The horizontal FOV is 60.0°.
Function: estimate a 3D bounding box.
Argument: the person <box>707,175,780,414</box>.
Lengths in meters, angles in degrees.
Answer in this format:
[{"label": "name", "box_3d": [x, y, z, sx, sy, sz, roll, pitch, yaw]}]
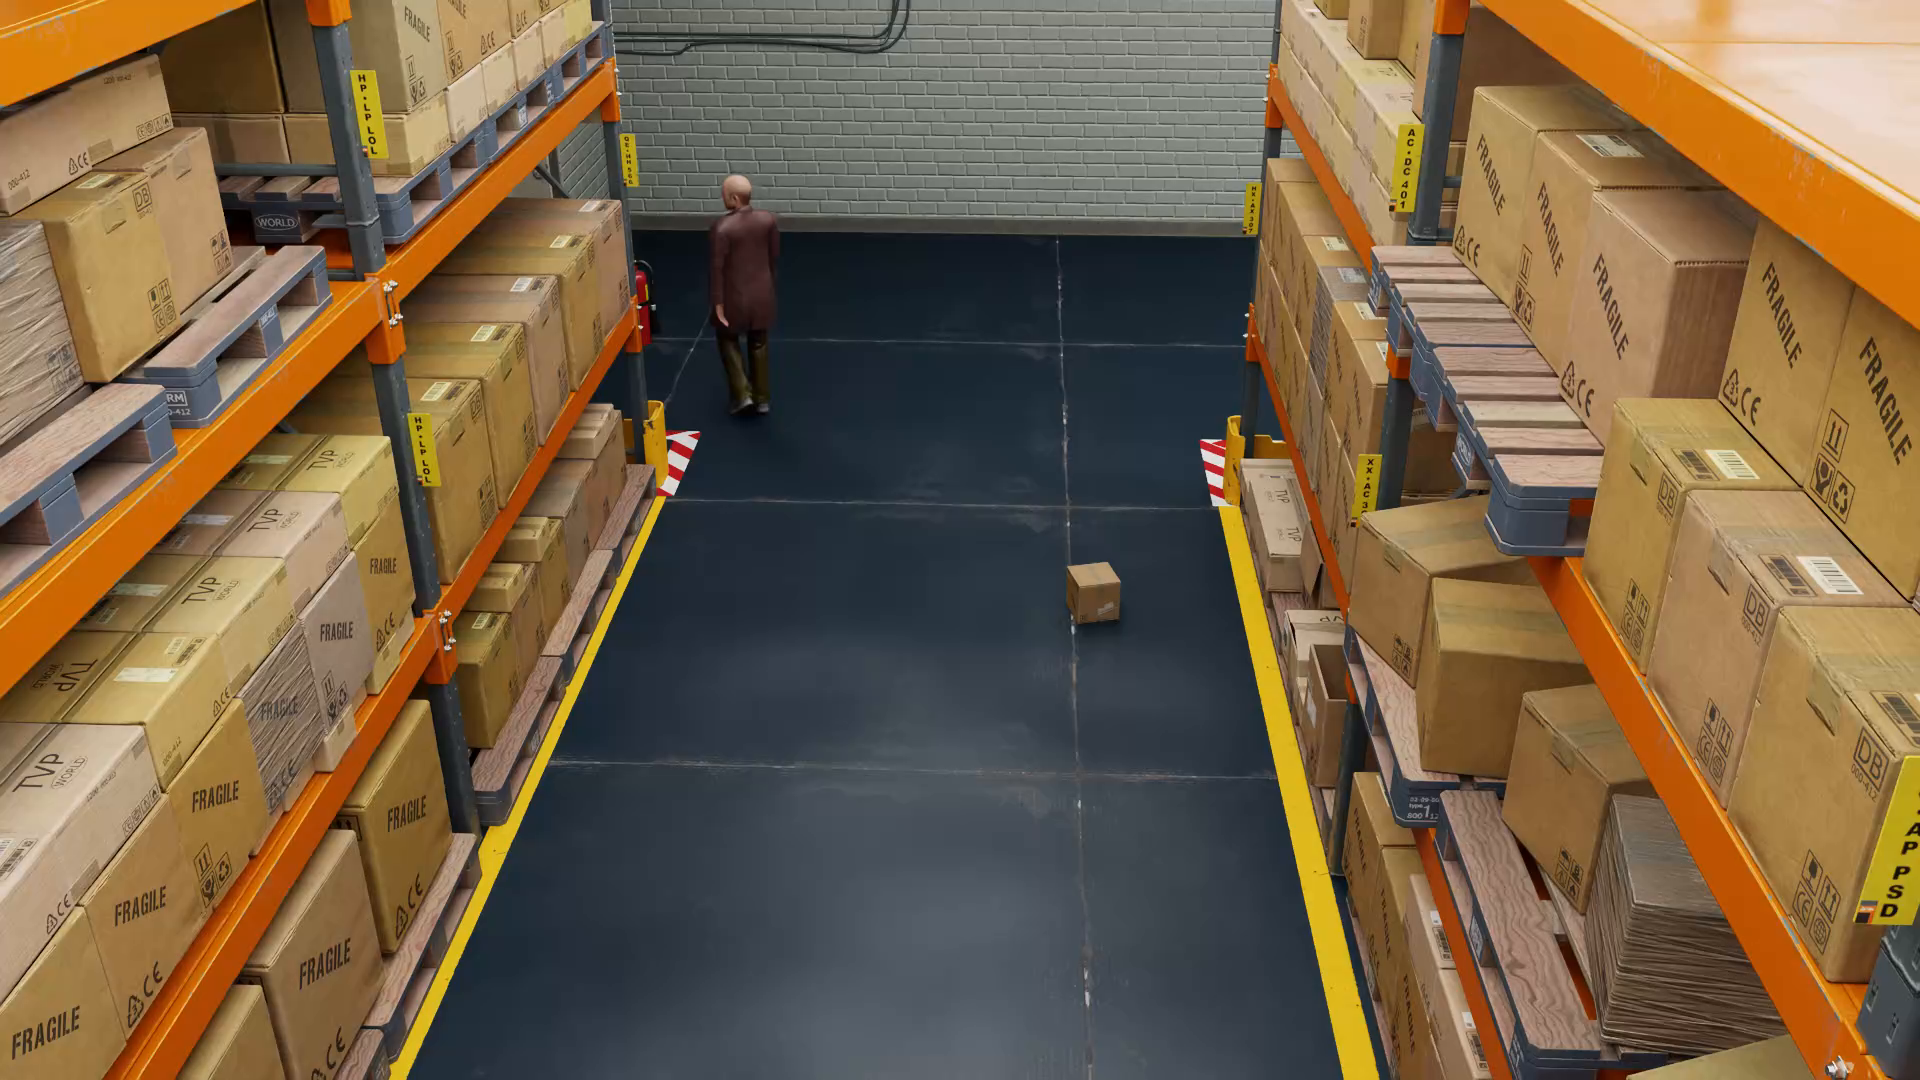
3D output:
[{"label": "person", "box_3d": [-1.570, -1.733, 11.961, 0.592, 1.845, 0.432, -15, 31, -27]}]
